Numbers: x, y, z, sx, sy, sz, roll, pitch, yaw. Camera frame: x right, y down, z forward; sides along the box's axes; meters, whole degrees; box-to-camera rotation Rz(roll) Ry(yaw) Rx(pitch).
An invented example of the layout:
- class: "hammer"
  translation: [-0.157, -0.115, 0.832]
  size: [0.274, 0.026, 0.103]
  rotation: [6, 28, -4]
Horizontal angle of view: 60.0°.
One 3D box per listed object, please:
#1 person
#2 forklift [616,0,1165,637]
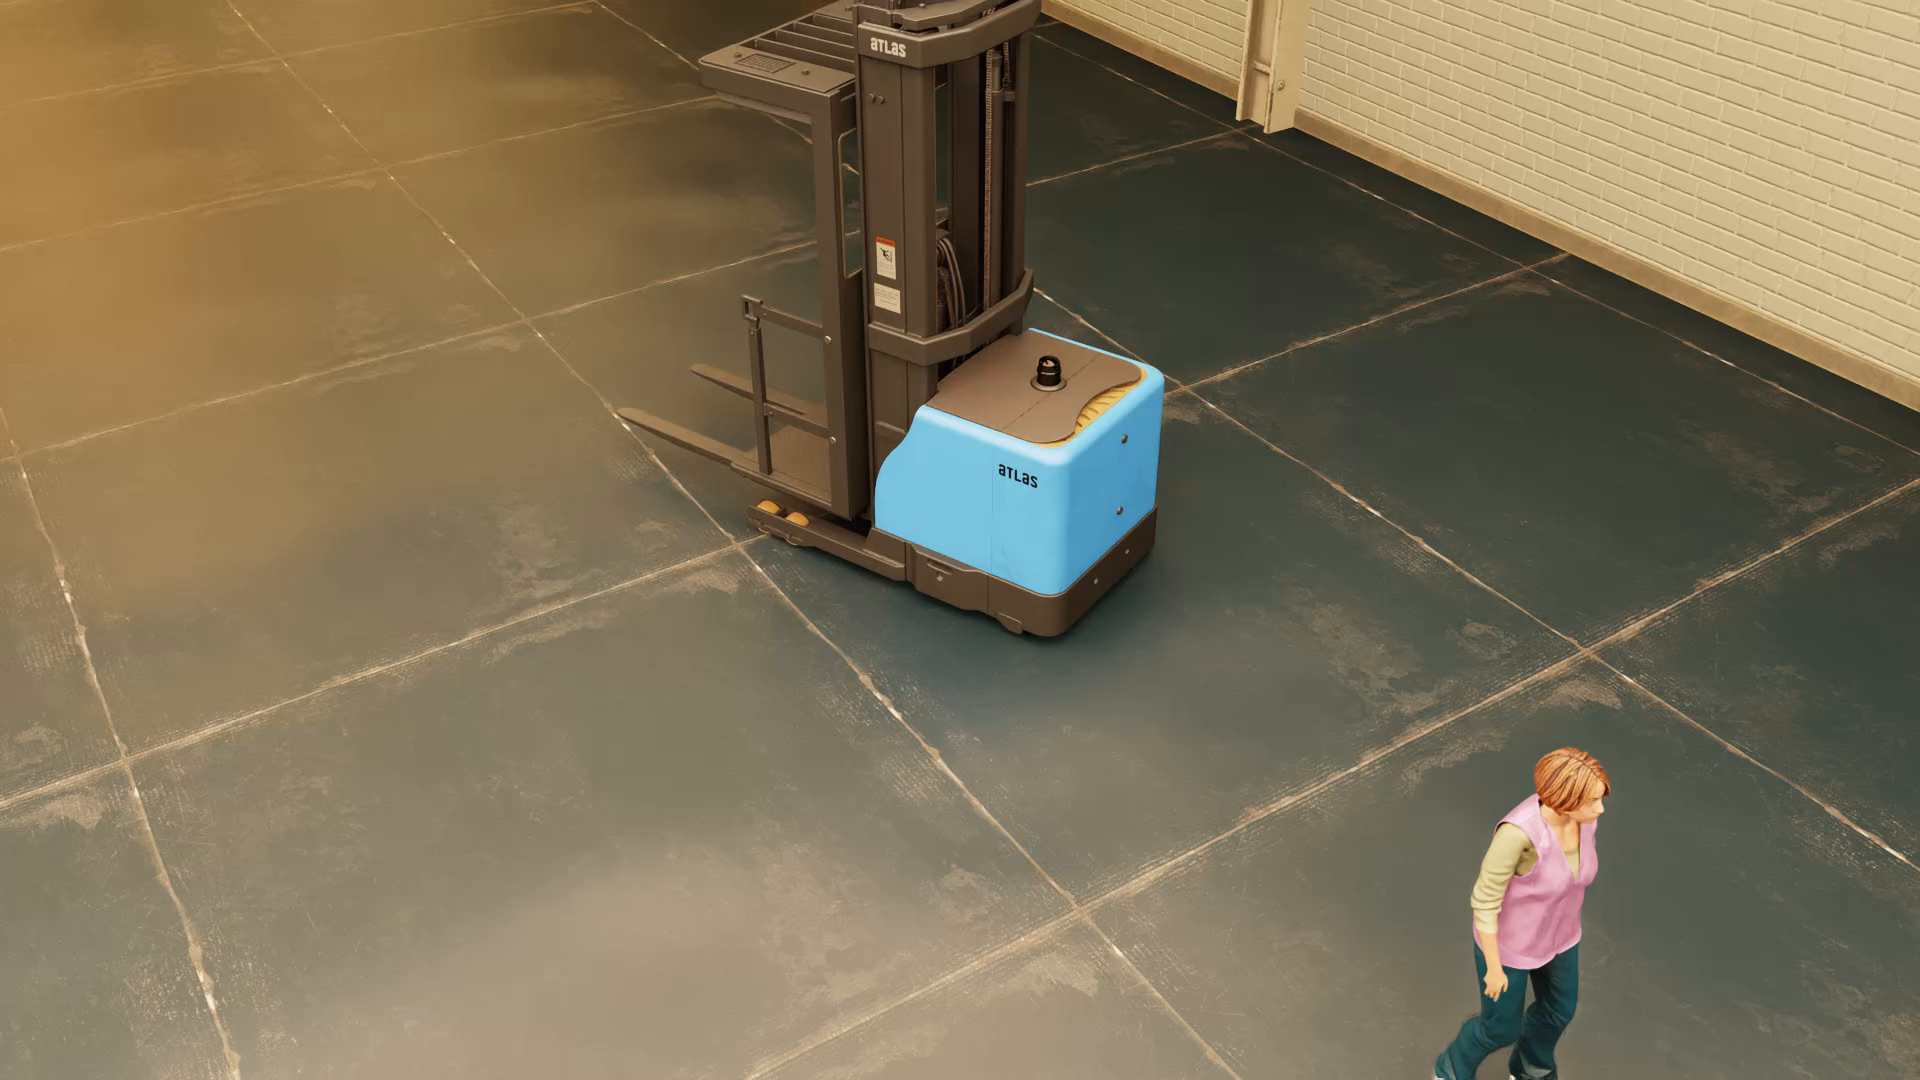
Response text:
- class: "person"
  translation: [1.890, 1.348, 5.423]
  size: [0.493, 1.622, 0.432]
  rotation: [-20, 40, -26]
- class: "forklift"
  translation: [-0.500, -1.399, 8.138]
  size: [3.031, 2.935, 1.130]
  rotation: [22, 41, 28]
